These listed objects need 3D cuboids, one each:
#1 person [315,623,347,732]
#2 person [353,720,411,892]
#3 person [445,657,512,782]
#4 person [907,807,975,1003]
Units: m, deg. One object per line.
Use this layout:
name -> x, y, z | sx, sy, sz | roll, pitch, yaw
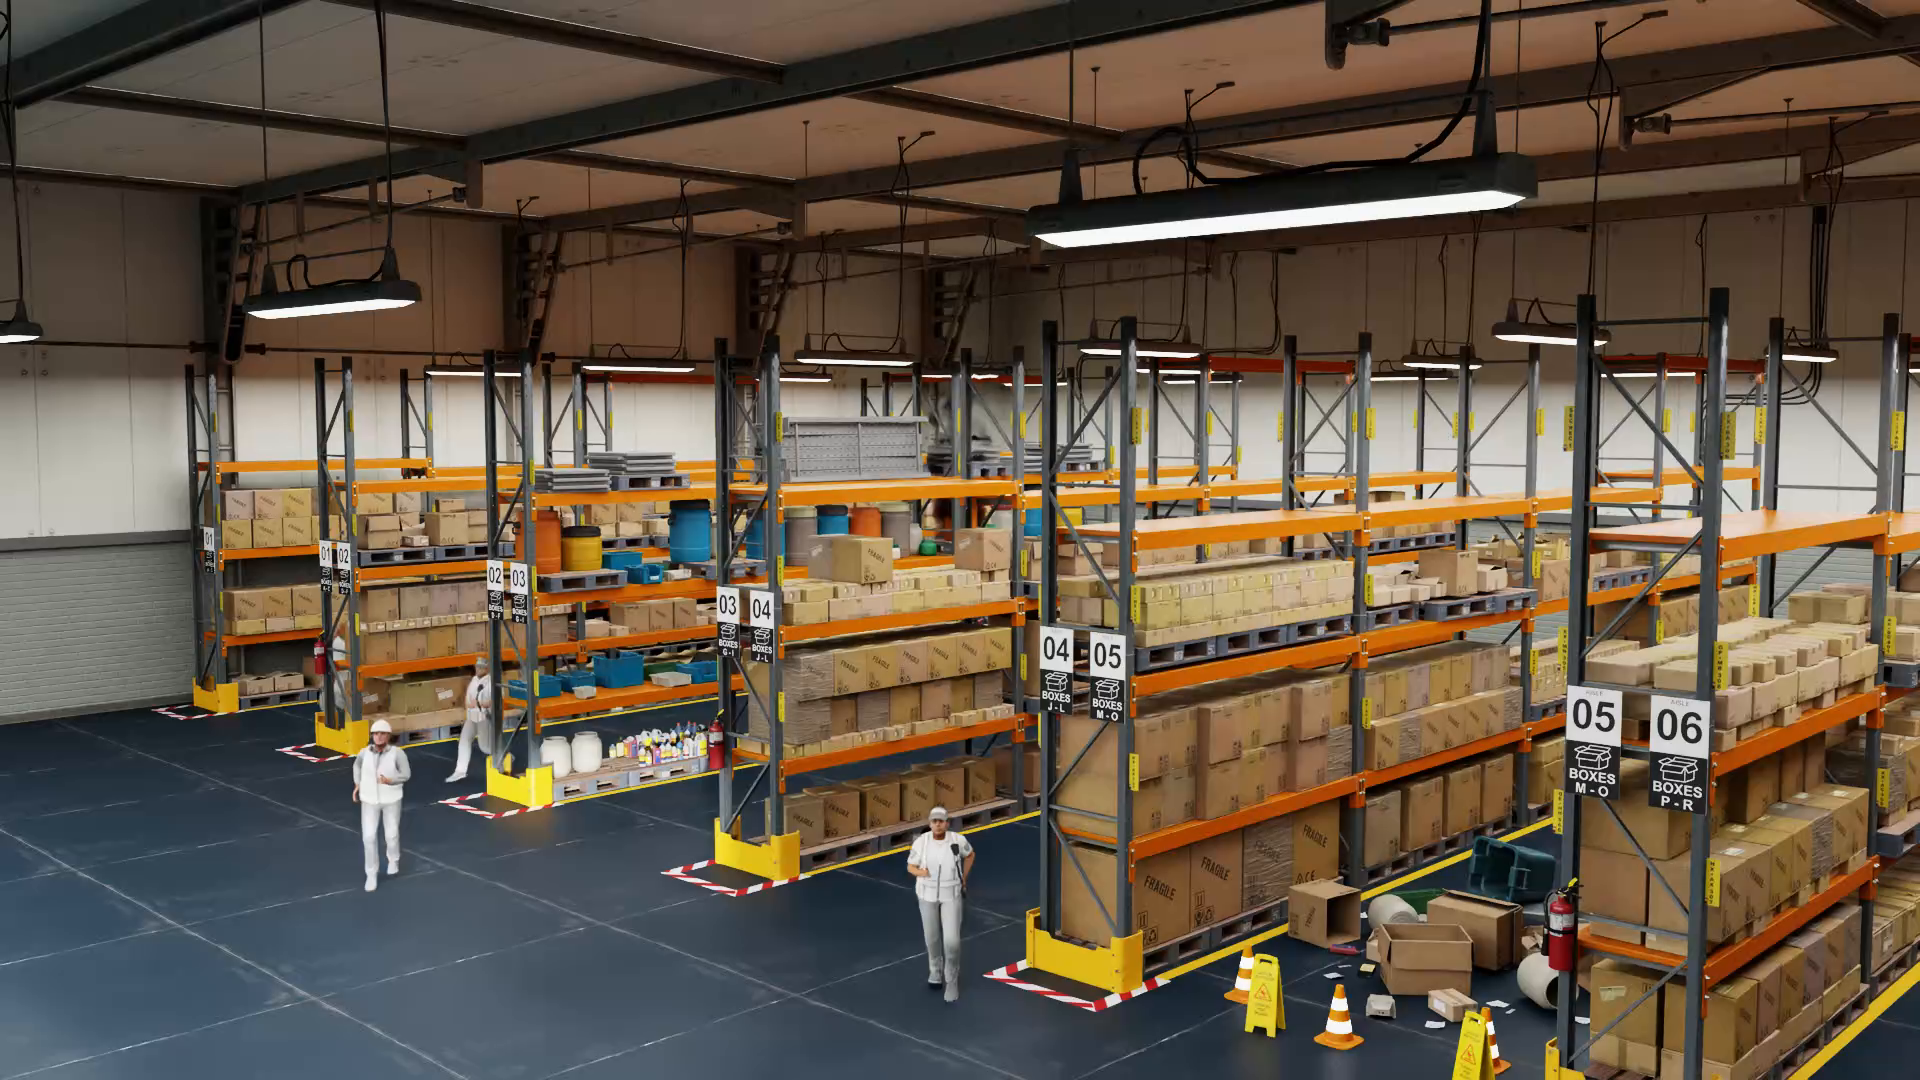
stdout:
person -> -10.154, 2.230, 27.100 | 0.735, 1.760, 0.763 | 4, 6, 44
person -> -6.350, 2.878, 18.267 | 0.636, 1.823, 0.769 | -1, 4, -12
person -> -6.677, 2.487, 23.273 | 0.693, 1.748, 0.988 | 3, 6, 37
person -> -0.178, 3.209, 14.758 | 0.581, 1.710, 0.678 | 1, 4, 7
